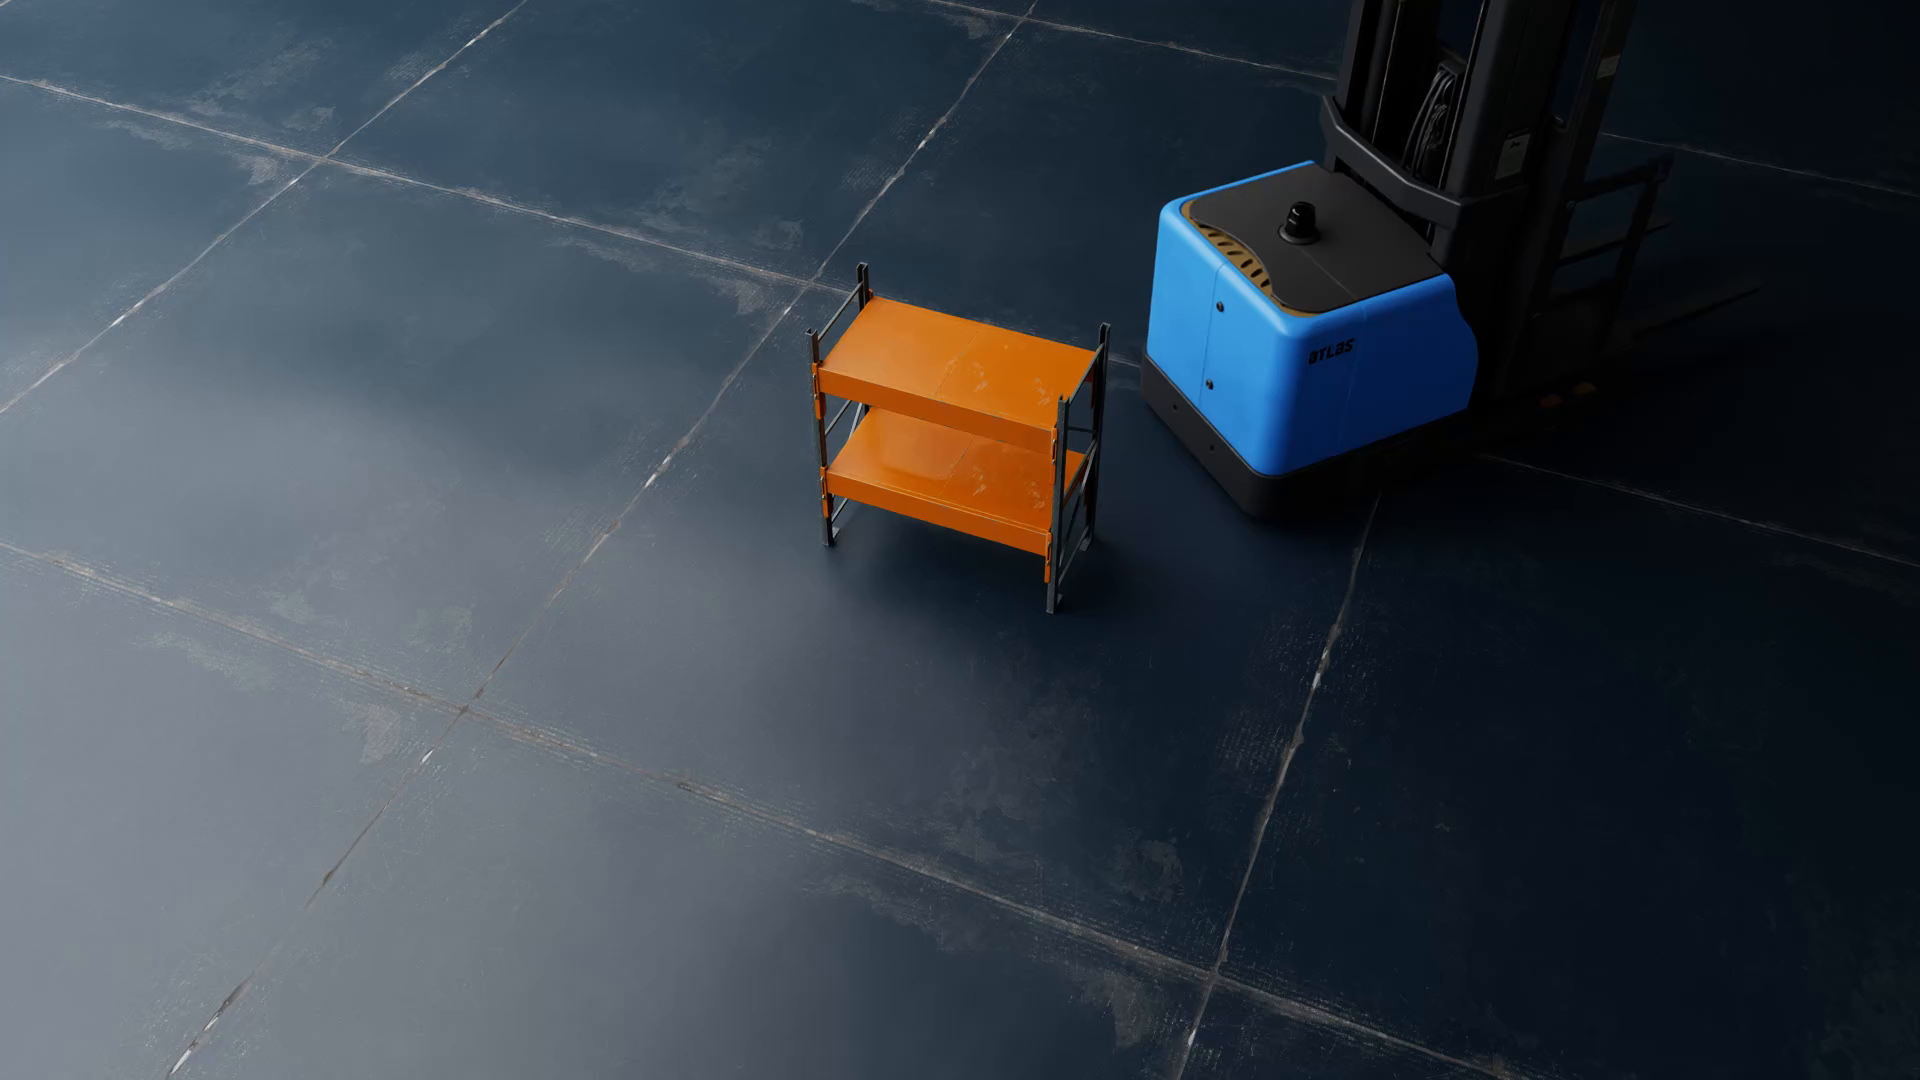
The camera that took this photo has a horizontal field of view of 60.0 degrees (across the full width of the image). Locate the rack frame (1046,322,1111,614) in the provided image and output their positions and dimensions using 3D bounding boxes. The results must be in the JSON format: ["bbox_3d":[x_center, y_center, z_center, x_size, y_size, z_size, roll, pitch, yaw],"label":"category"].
[{"bbox_3d":[0.463,-0.263,6.555,0.032,1.125,0.500,16,47,16],"label":"rack frame"}]

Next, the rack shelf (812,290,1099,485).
[{"bbox_3d":[-0.006,-0.608,6.488,1.000,0.278,0.538,16,47,16],"label":"rack shelf"}]

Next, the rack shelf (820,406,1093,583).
[{"bbox_3d":[-0.006,-0.227,6.866,1.000,0.278,0.538,16,47,16],"label":"rack shelf"}]

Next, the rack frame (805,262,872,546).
[{"bbox_3d":[-0.475,-0.539,6.833,0.032,1.125,0.500,16,47,16],"label":"rack frame"}]

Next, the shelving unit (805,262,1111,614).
[{"bbox_3d":[-0.006,-0.401,6.694,1.048,1.125,0.538,16,47,16],"label":"shelving unit"}]

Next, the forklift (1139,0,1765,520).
[{"bbox_3d":[2.381,-1.854,6.875,3.031,2.935,1.130,-19,48,-18],"label":"forklift"}]
